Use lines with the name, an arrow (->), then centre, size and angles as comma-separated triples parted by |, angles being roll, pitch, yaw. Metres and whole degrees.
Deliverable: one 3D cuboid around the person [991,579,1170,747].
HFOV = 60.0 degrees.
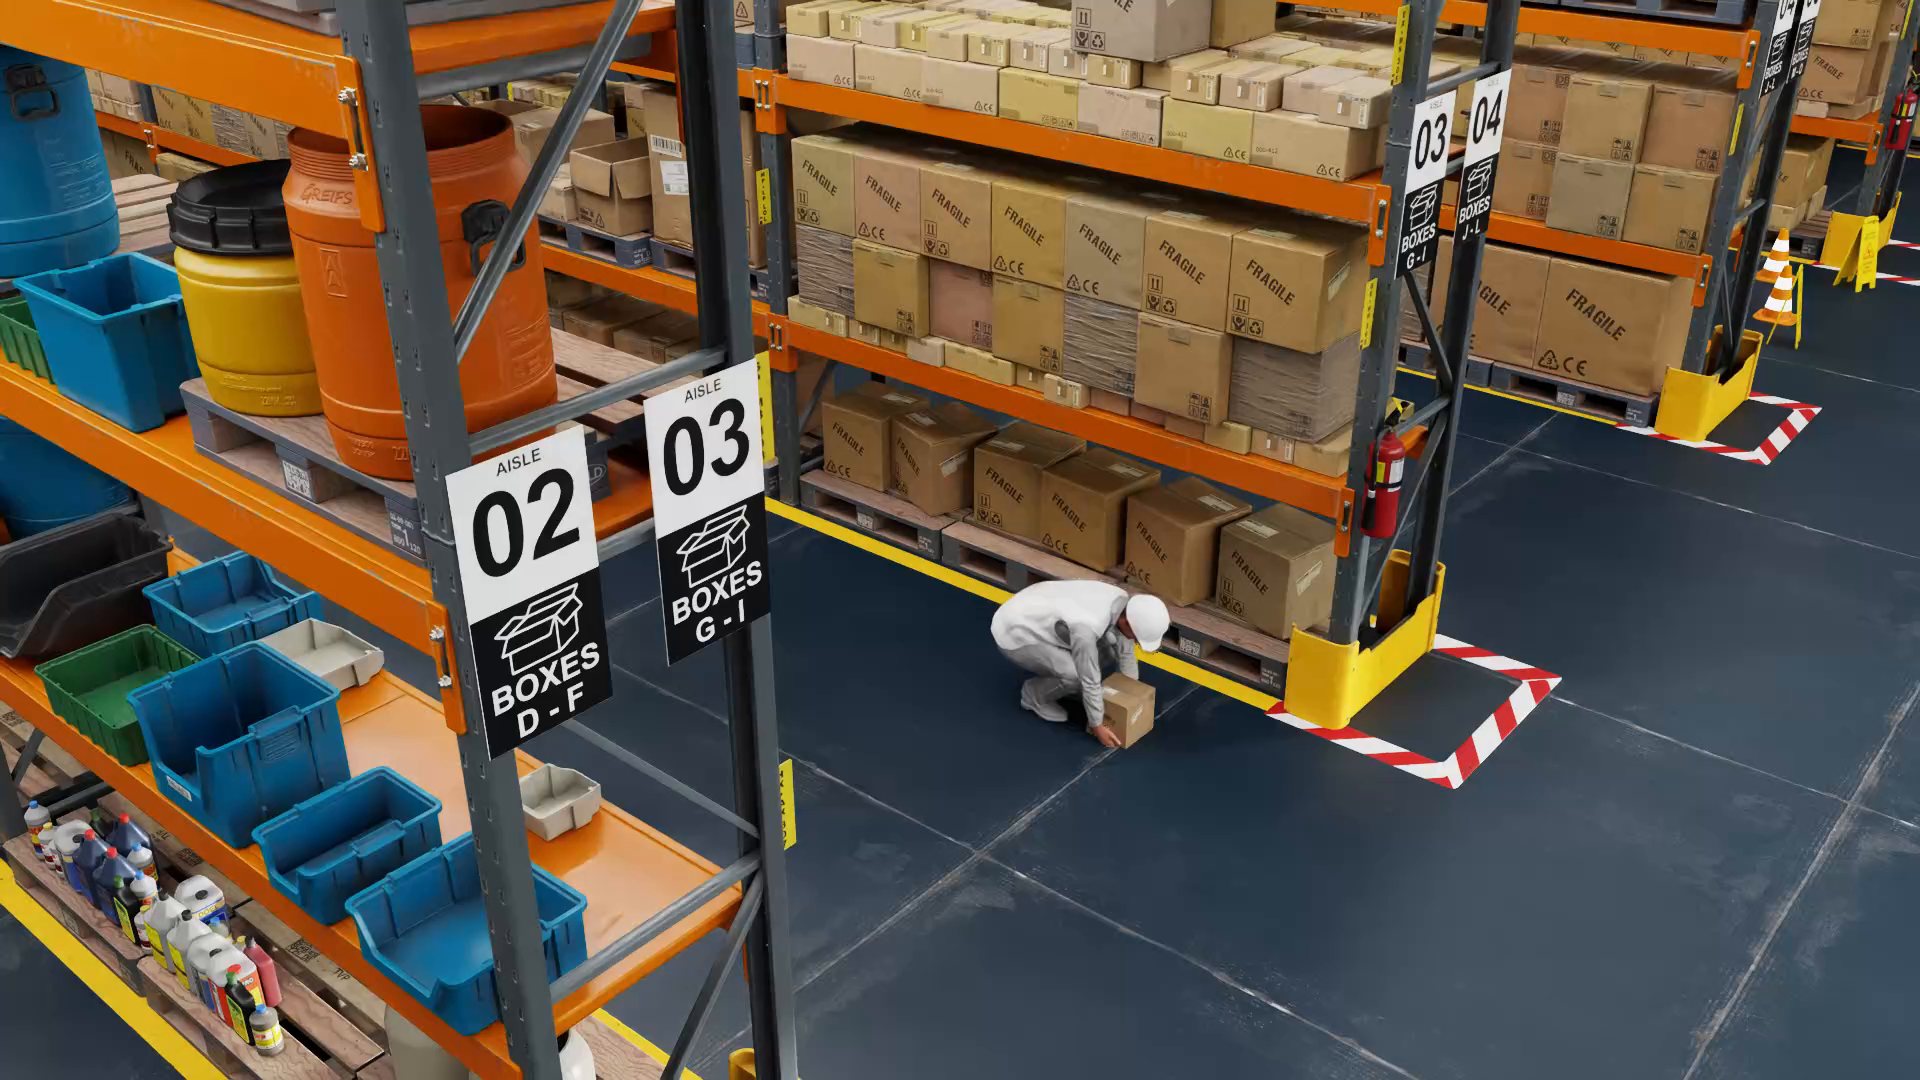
person -> 0.627, 0.582, 8.617 | 0.953, 0.862, 0.508 | 19, 33, 33
